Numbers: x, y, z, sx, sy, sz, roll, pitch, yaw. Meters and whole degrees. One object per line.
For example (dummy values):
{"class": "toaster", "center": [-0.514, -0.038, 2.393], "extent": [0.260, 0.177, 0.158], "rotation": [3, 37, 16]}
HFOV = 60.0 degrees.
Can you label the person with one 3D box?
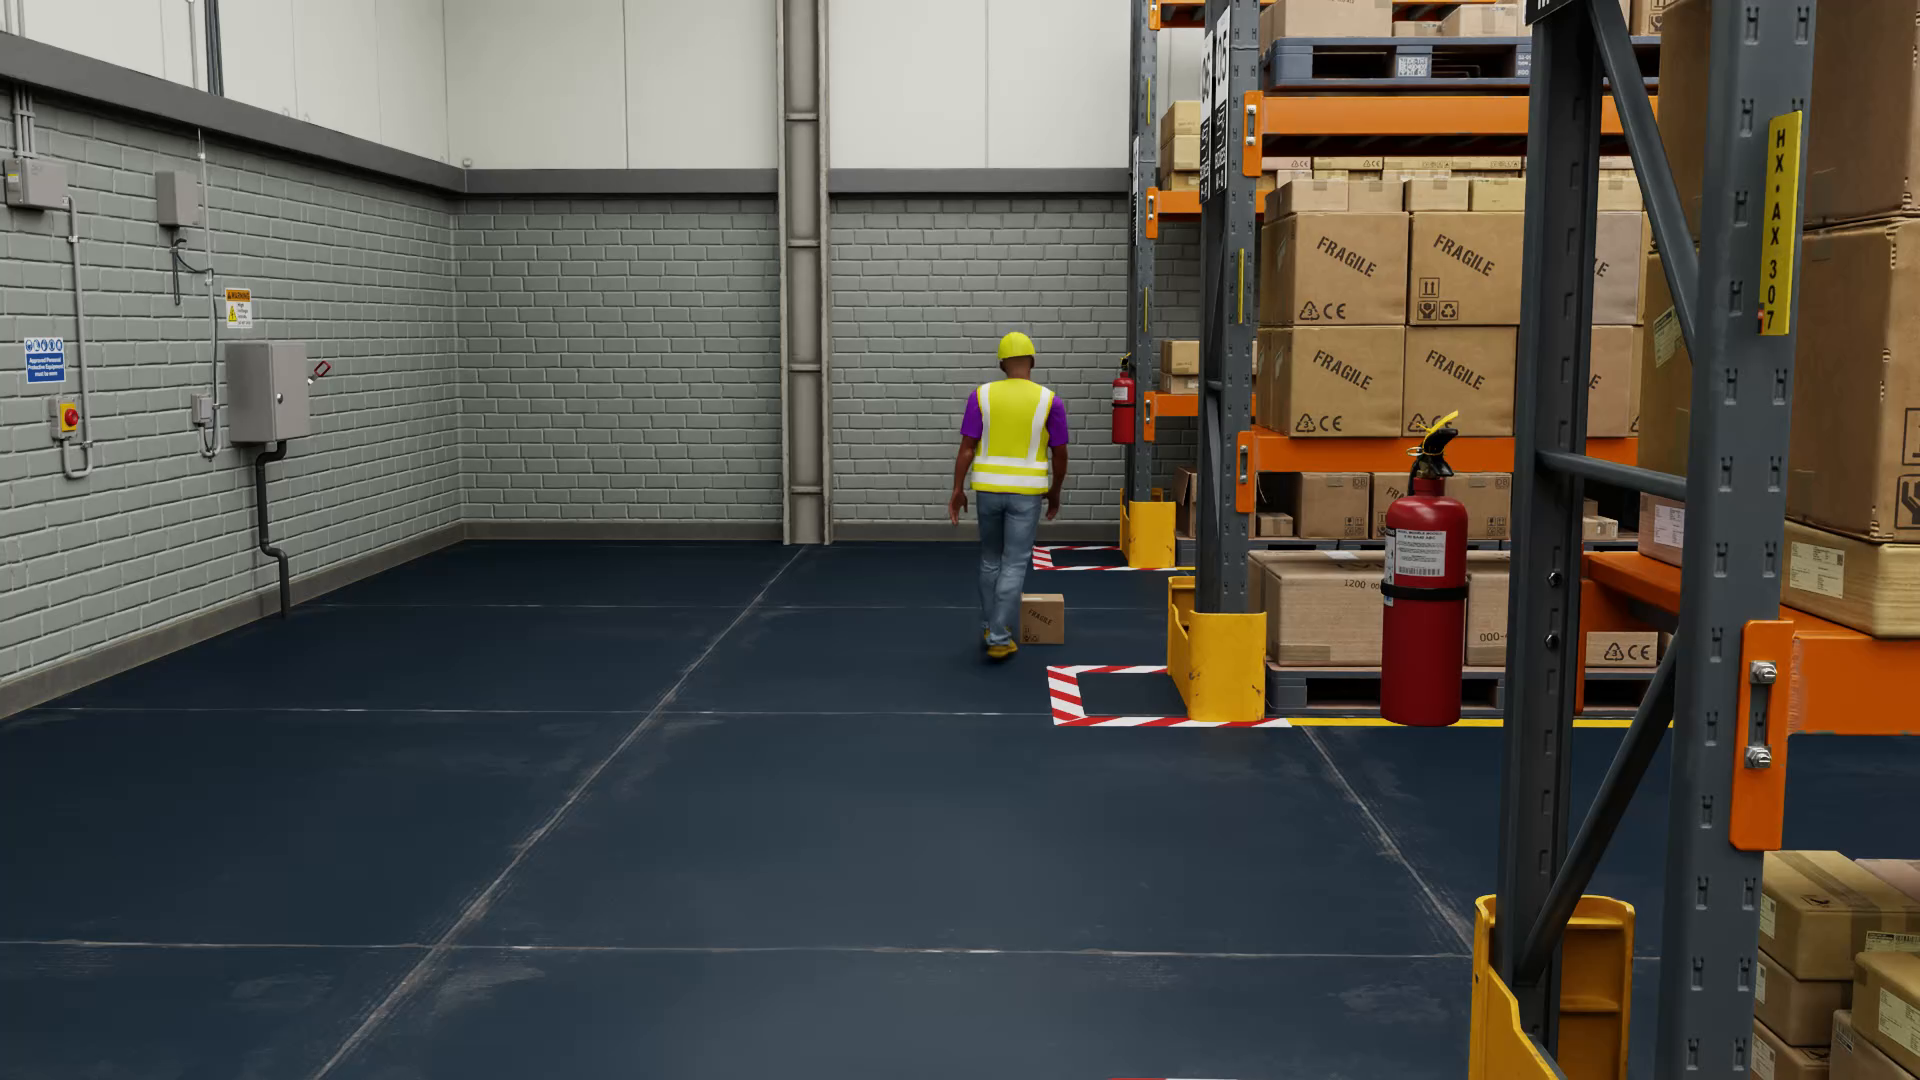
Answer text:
{"class": "person", "center": [0.394, -0.243, 9.166], "extent": [0.579, 1.734, 0.920], "rotation": [2, 7, 13]}
